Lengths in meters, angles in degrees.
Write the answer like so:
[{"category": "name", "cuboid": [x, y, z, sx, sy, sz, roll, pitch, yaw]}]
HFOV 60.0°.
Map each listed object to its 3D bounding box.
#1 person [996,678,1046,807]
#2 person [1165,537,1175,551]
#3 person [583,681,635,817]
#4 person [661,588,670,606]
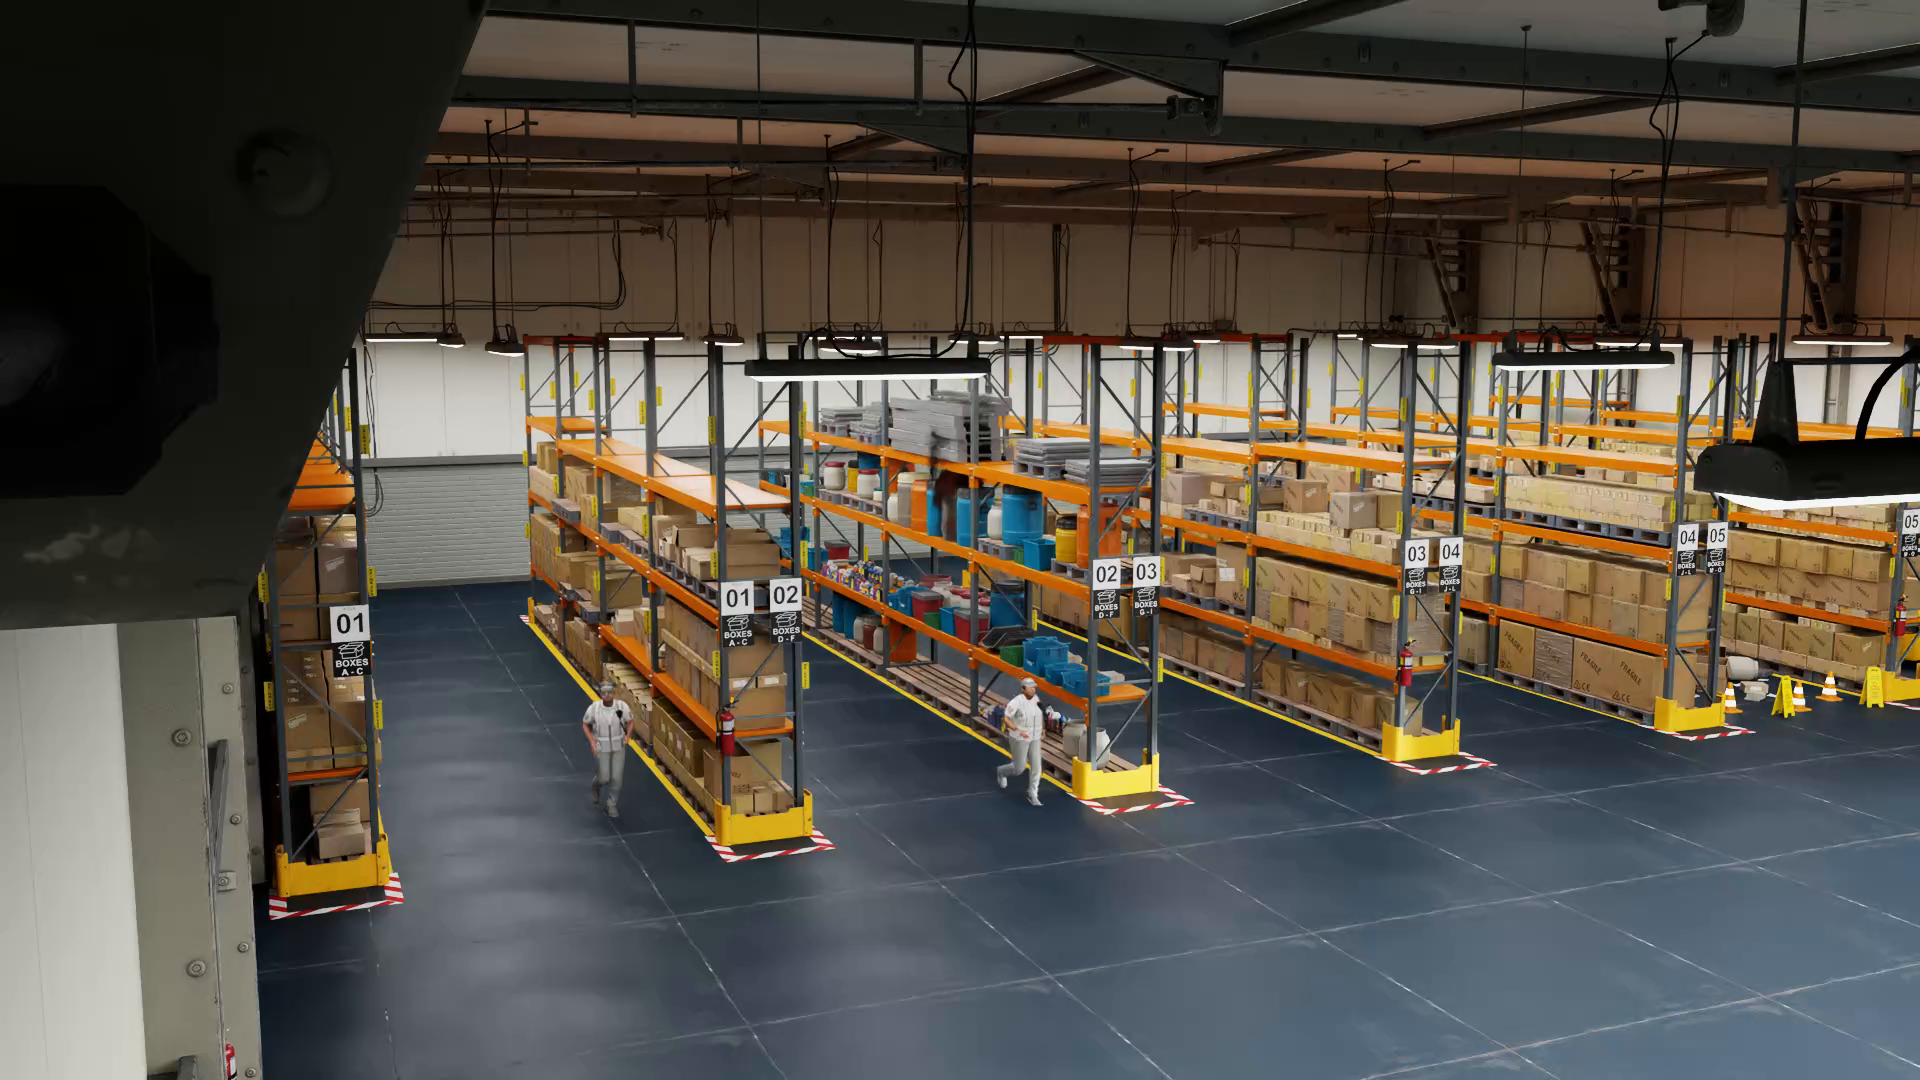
[{"category": "person", "cuboid": [0.859, 2.634, 21.947, 0.645, 1.651, 0.777, -5, 9, -34]}, {"category": "person", "cuboid": [5.441, -0.070, 41.911, 0.608, 1.708, 0.808, 3, 8, 19]}, {"category": "person", "cuboid": [-4.488, 2.649, 21.333, 0.653, 1.755, 0.647, -3, 8, -19]}, {"category": "person", "cuboid": [-6.059, 0.965, 34.209, 0.641, 1.732, 0.605, -5, 9, -34]}]
